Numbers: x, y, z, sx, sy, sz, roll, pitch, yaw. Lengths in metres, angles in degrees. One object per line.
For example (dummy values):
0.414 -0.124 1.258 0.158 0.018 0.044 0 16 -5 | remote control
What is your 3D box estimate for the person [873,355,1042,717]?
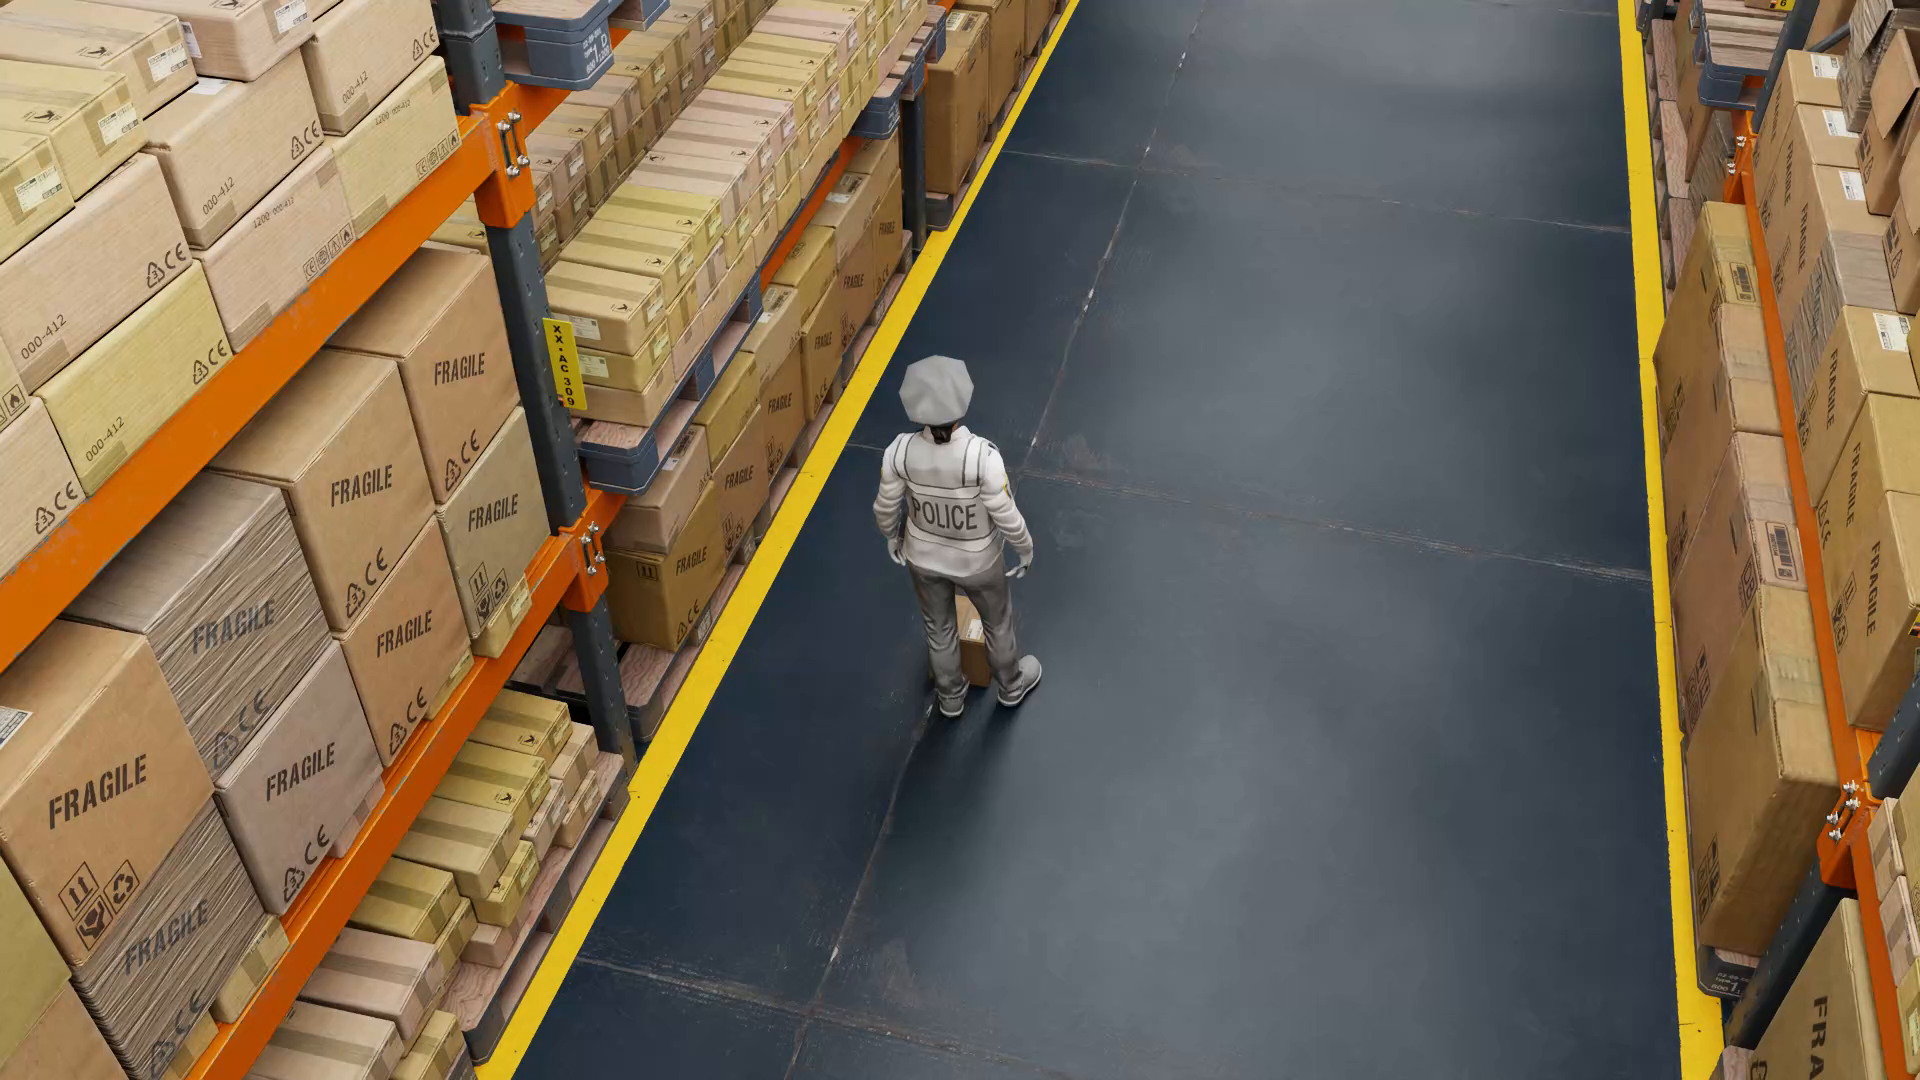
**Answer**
-0.001 -0.006 6.127 0.586 1.694 0.531 10 42 11 | person
